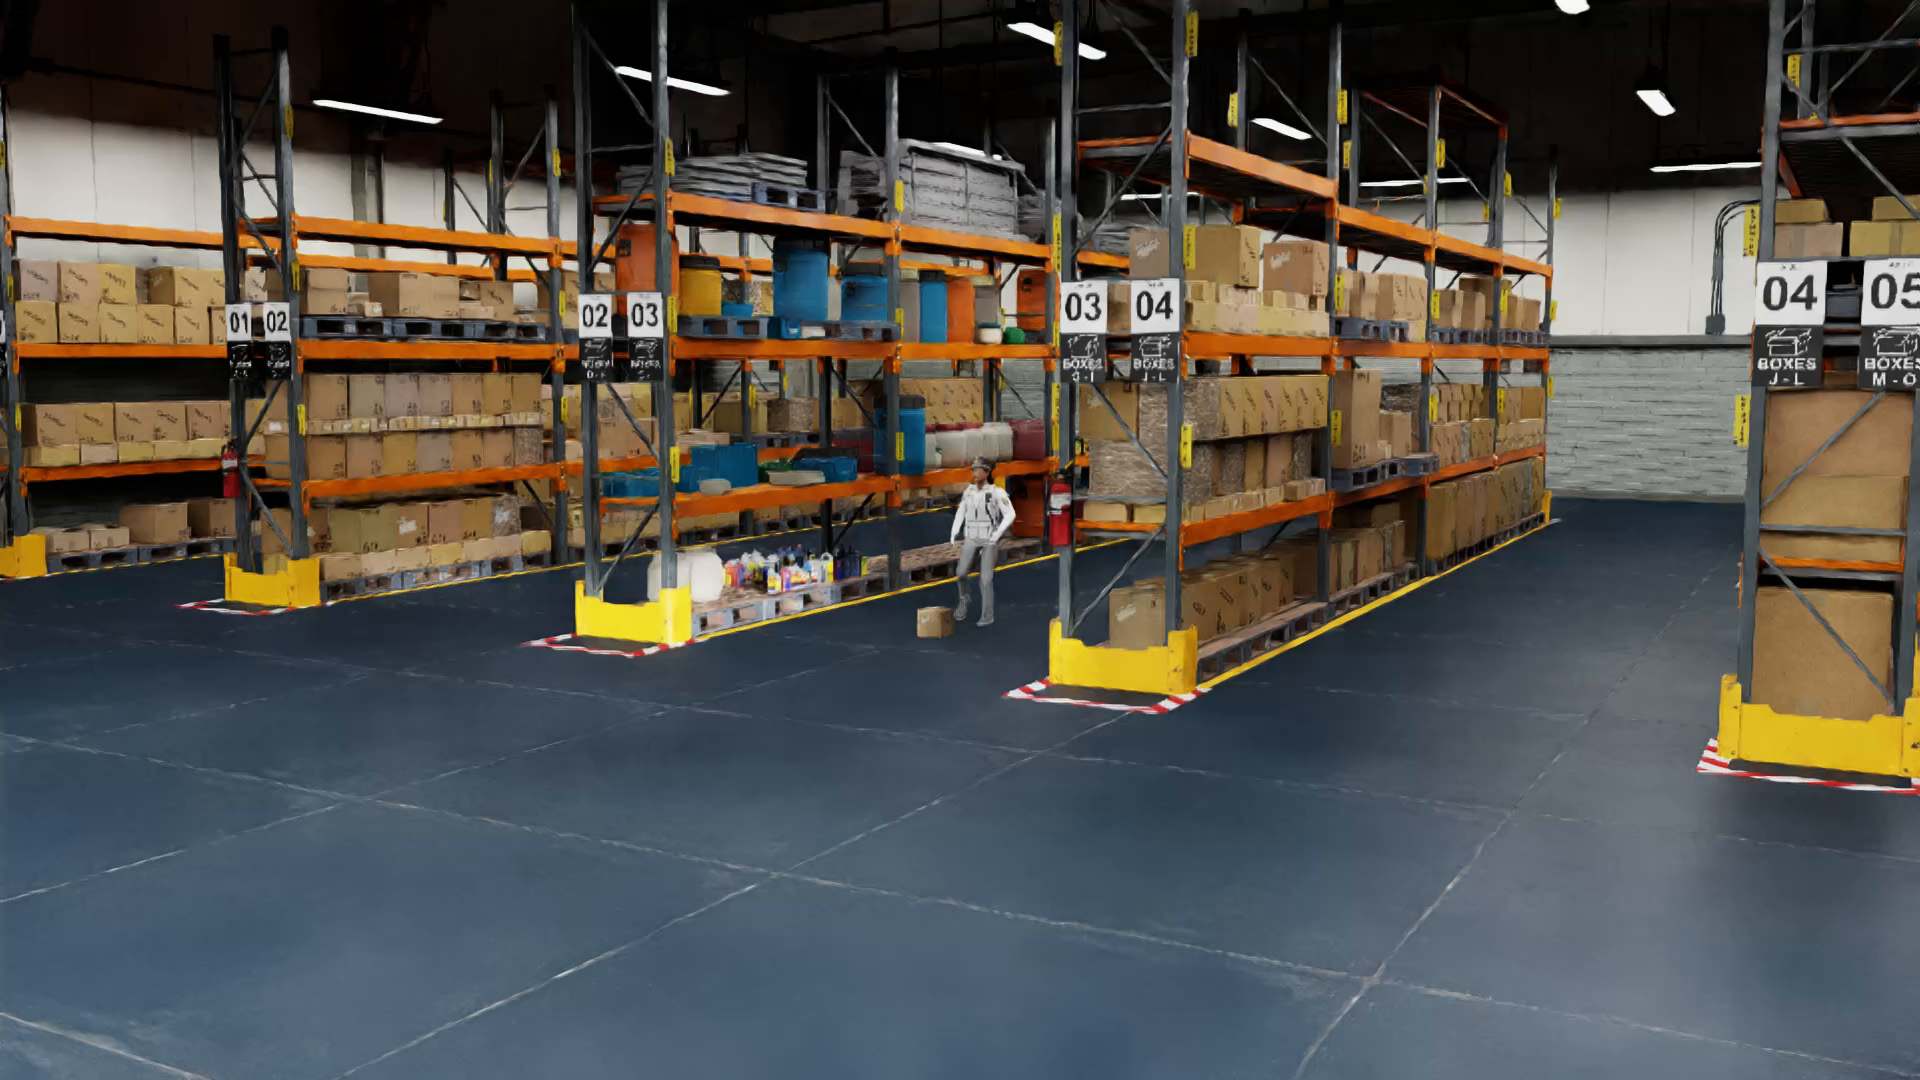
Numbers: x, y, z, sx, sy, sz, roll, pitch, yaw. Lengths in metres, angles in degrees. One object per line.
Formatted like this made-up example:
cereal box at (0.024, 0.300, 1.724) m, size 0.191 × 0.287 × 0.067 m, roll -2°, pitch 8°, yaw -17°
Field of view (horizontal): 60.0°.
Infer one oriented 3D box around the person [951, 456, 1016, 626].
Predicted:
person at (0.215, 0.010, 16.317) m, size 0.660 × 1.667 × 0.467 m, roll 2°, pitch 6°, yaw 18°
